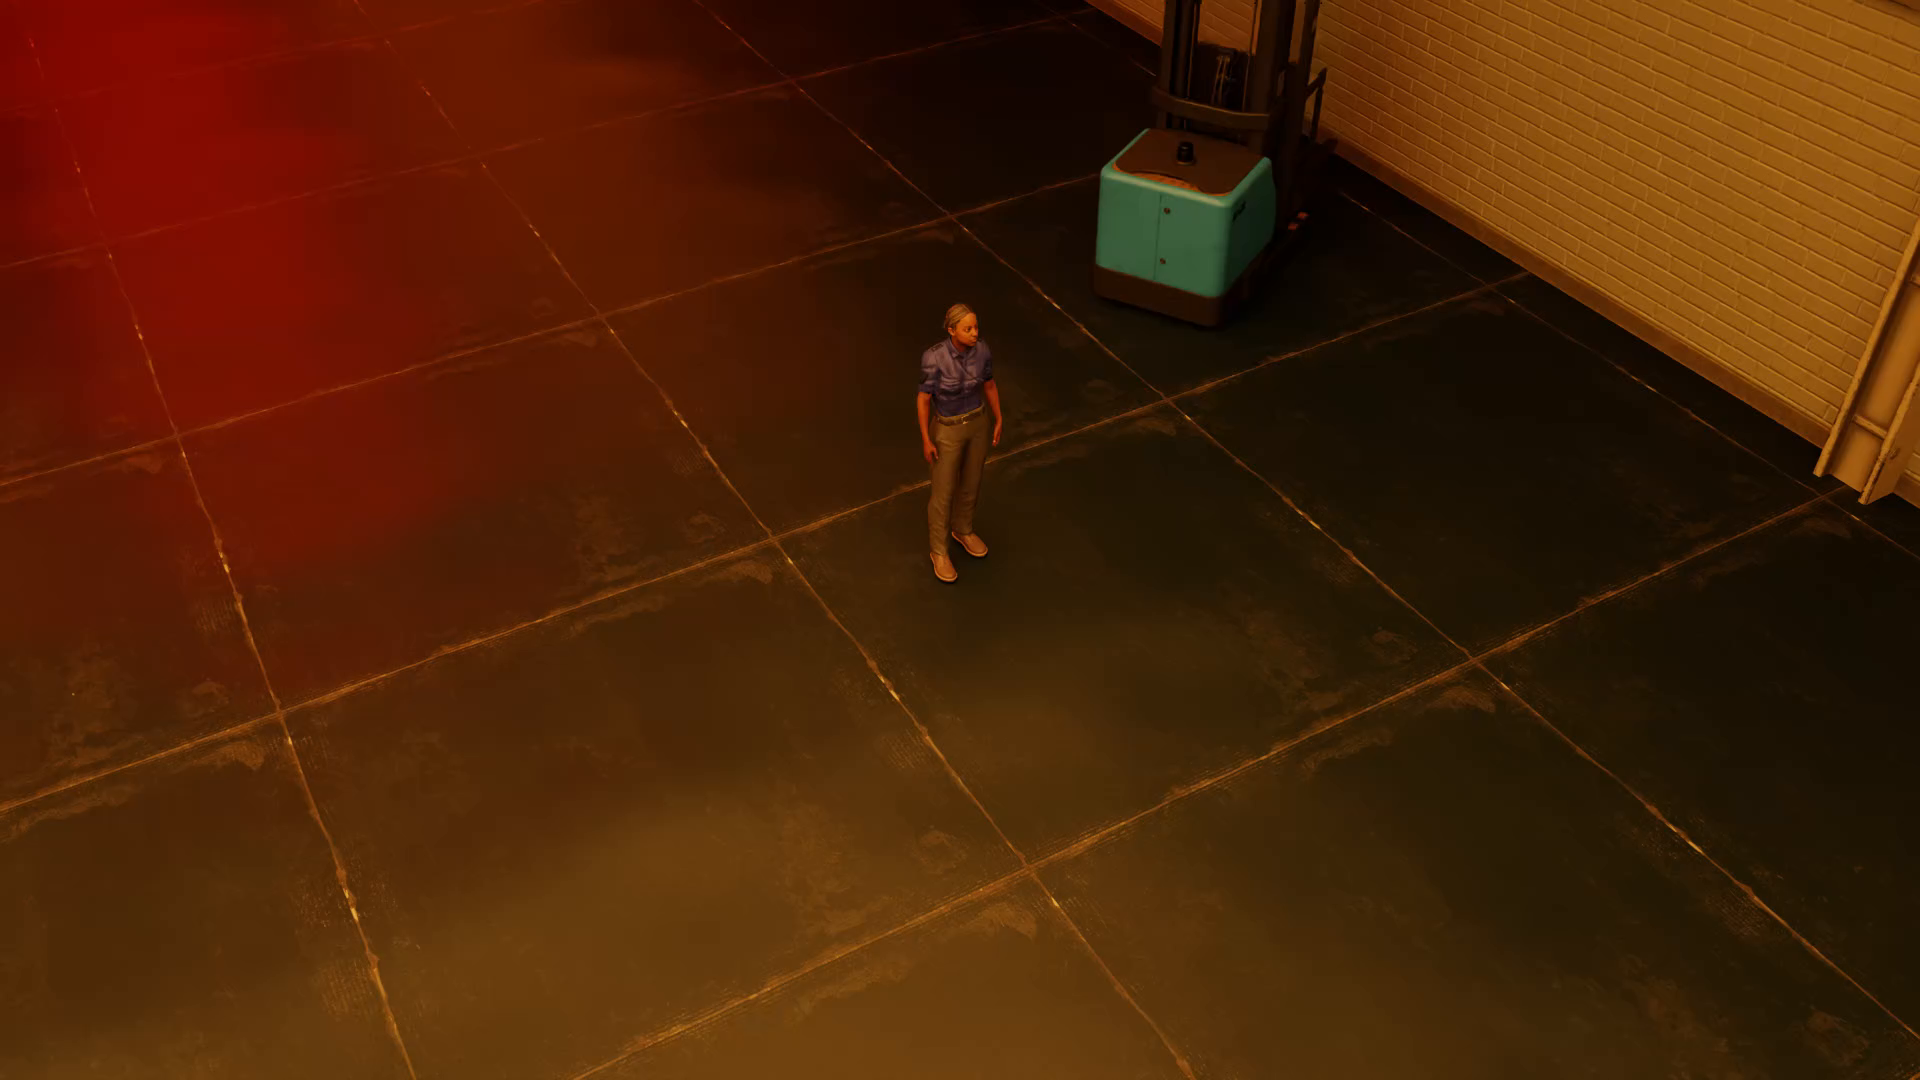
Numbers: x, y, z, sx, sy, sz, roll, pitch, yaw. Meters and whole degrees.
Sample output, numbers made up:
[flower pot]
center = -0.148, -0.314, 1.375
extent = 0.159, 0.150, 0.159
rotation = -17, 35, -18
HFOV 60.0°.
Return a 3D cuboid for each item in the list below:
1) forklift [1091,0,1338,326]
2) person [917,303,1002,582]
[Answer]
[forklift]
center = 2.155, -3.605, 12.382
extent = 1.130, 2.935, 3.031
rotation = 20, 44, 22
[person]
center = 0.027, -0.588, 9.733
extent = 0.570, 1.656, 0.503
rotation = -20, 44, -23
